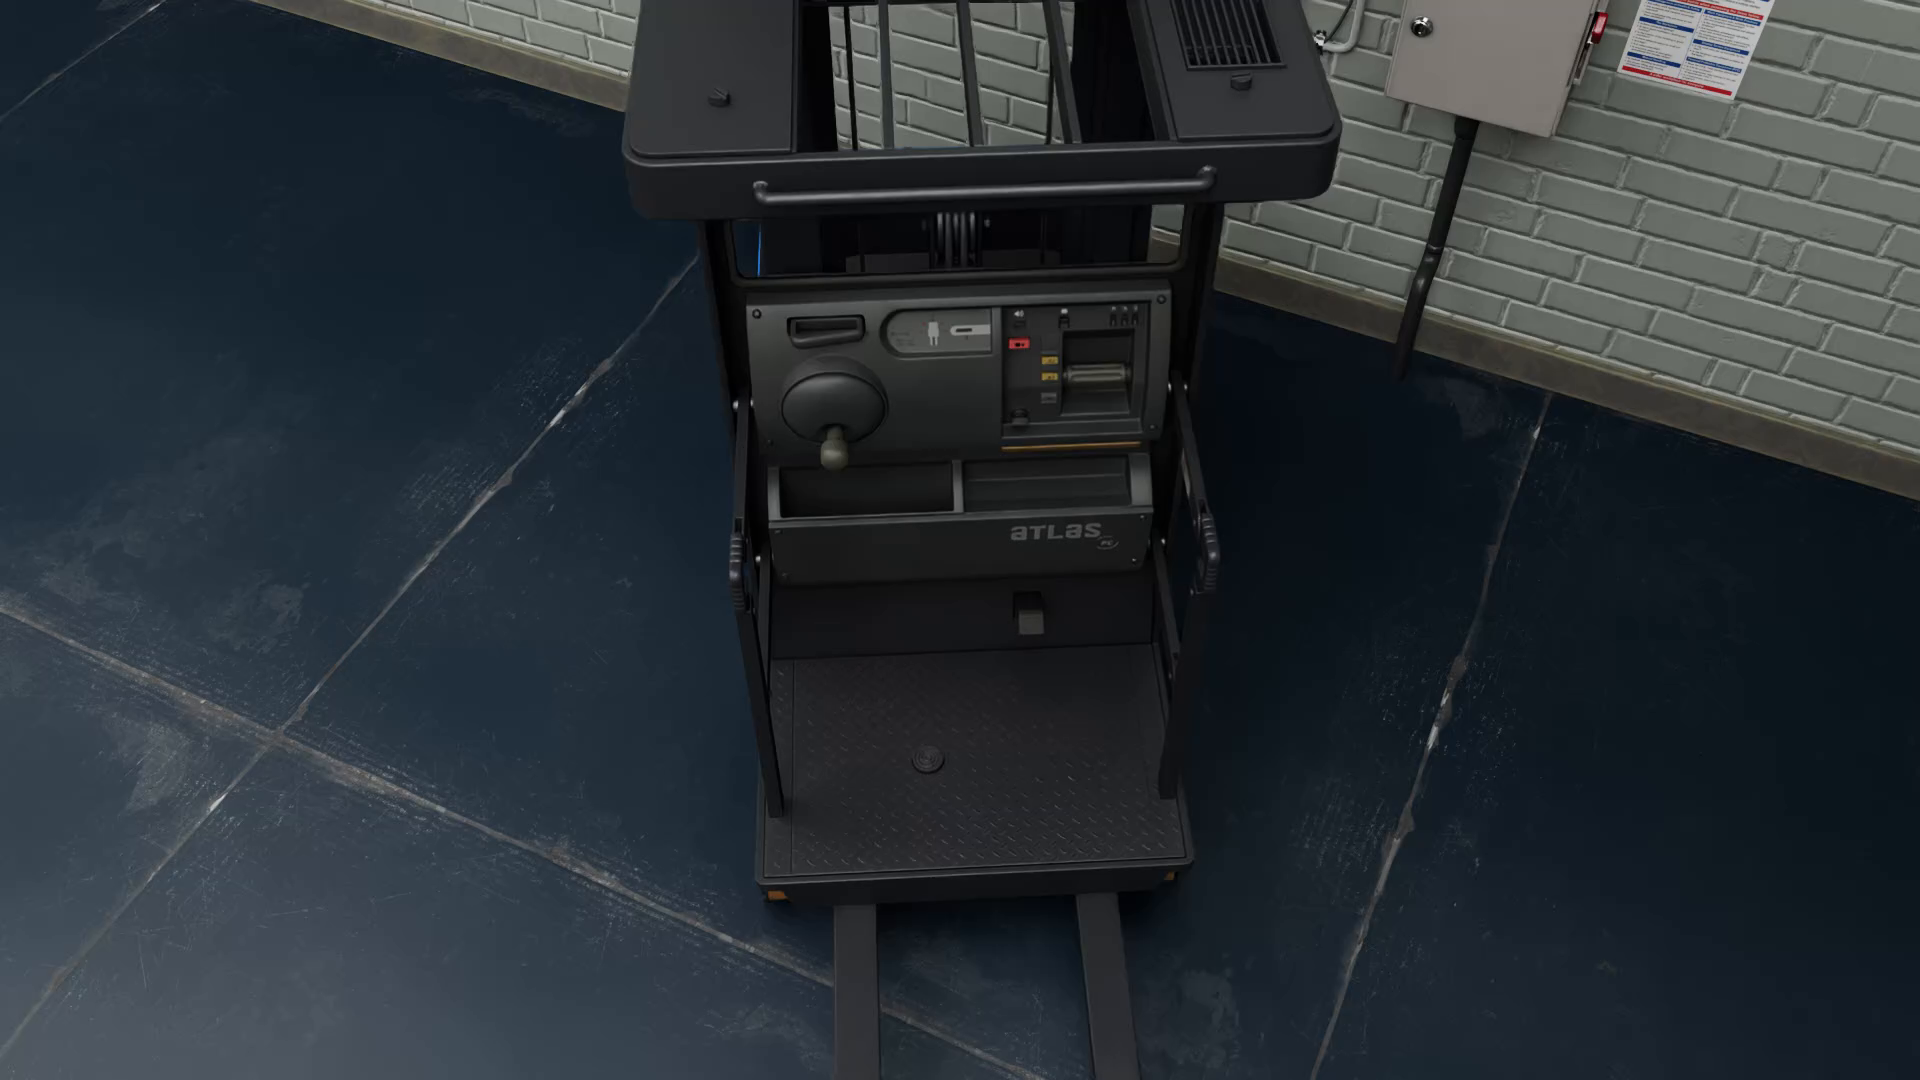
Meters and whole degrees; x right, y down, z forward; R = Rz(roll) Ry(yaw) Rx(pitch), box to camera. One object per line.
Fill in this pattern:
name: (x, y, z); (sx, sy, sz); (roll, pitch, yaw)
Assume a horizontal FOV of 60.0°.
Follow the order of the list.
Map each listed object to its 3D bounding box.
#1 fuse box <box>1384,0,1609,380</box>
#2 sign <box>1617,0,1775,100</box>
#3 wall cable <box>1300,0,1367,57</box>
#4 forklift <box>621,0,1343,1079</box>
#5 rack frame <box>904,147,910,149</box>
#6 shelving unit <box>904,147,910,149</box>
fuse box: (1.517, -1.096, 5.059); (0.539, 1.711, 0.414); (20, 52, 16)
sign: (2.052, -1.465, 4.589); (0.329, 0.494, 0.001); (20, 52, 16)
wall cable: (0.967, -2.173, 4.463); (0.588, 1.984, 0.122); (20, 52, 16)
forklift: (0.015, -0.260, 3.547); (1.130, 2.935, 3.031); (-2, 50, -2)
rack frame: (-0.053, -0.915, 5.437); (0.240, 0.900, 0.006); (-2, 50, -2)
shelving unit: (-0.047, -0.837, 5.372); (0.258, 0.900, 0.210); (-2, 50, -2)
